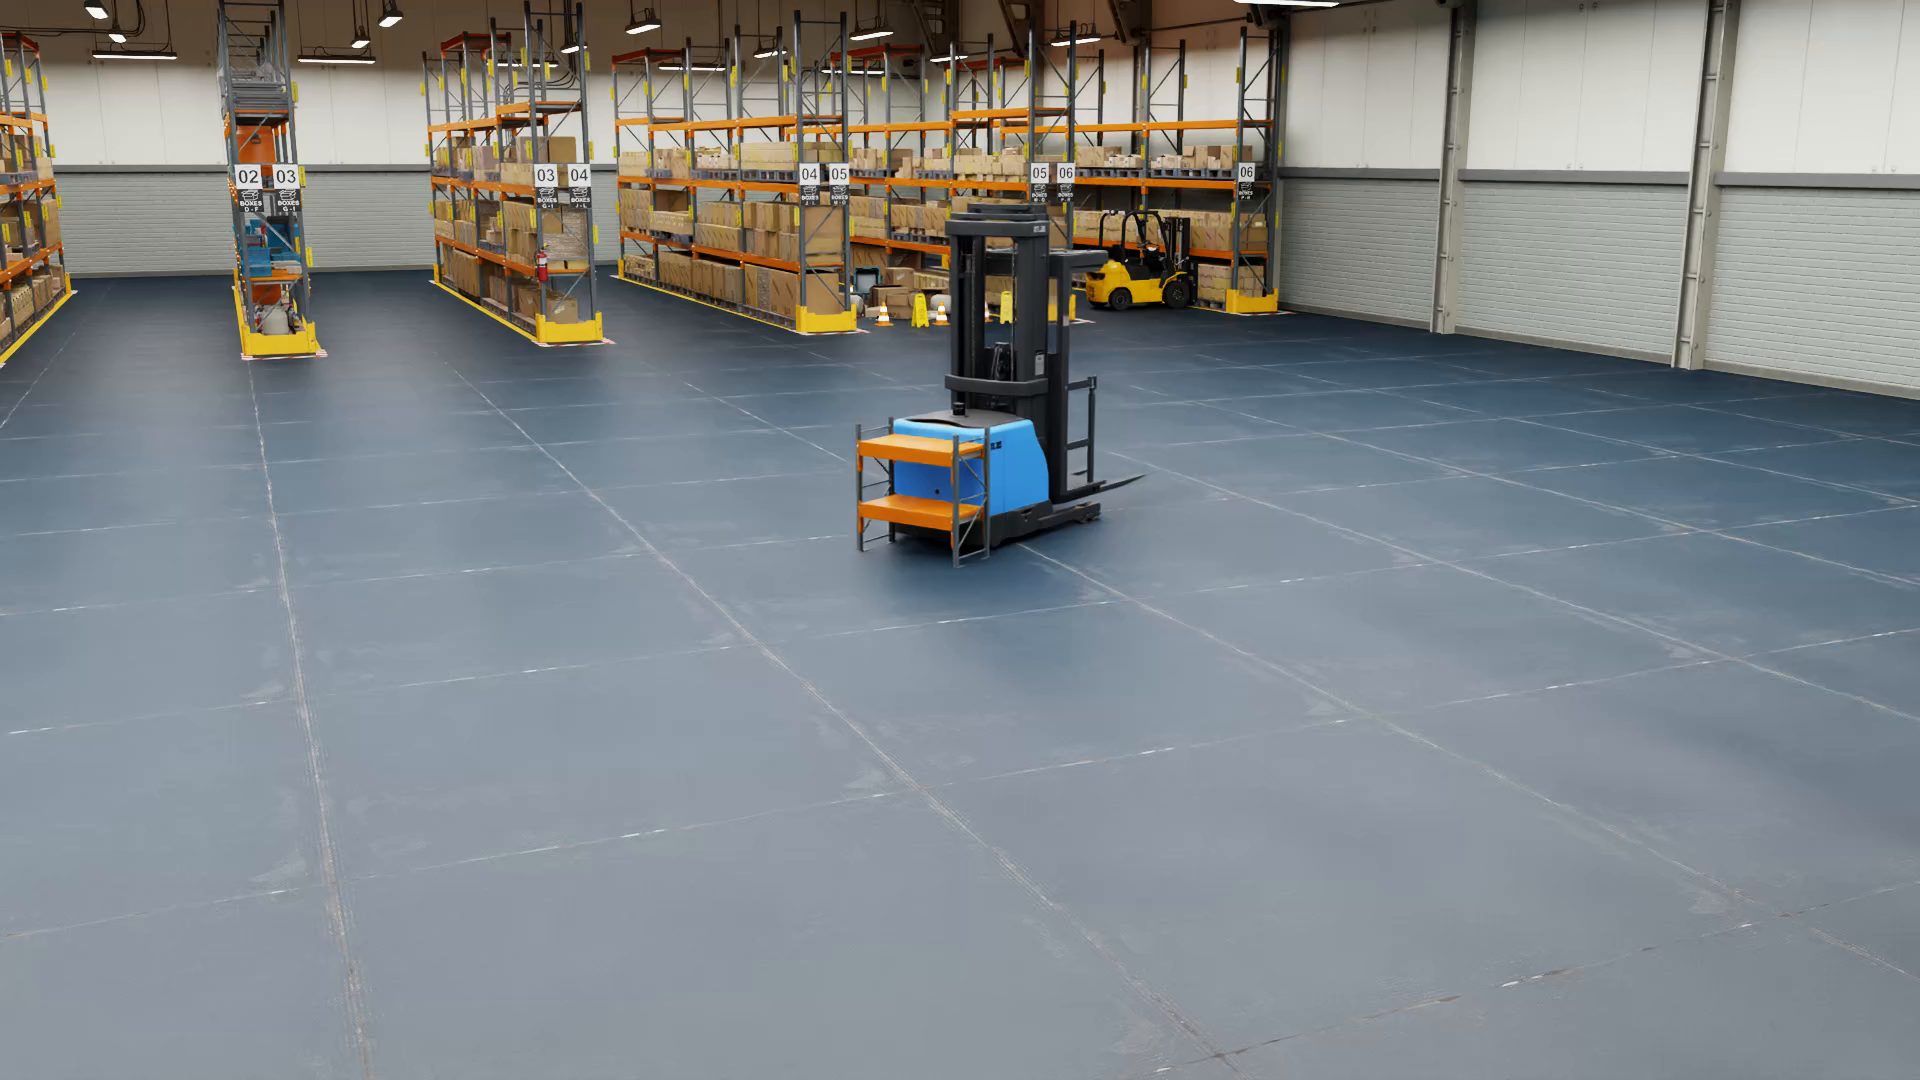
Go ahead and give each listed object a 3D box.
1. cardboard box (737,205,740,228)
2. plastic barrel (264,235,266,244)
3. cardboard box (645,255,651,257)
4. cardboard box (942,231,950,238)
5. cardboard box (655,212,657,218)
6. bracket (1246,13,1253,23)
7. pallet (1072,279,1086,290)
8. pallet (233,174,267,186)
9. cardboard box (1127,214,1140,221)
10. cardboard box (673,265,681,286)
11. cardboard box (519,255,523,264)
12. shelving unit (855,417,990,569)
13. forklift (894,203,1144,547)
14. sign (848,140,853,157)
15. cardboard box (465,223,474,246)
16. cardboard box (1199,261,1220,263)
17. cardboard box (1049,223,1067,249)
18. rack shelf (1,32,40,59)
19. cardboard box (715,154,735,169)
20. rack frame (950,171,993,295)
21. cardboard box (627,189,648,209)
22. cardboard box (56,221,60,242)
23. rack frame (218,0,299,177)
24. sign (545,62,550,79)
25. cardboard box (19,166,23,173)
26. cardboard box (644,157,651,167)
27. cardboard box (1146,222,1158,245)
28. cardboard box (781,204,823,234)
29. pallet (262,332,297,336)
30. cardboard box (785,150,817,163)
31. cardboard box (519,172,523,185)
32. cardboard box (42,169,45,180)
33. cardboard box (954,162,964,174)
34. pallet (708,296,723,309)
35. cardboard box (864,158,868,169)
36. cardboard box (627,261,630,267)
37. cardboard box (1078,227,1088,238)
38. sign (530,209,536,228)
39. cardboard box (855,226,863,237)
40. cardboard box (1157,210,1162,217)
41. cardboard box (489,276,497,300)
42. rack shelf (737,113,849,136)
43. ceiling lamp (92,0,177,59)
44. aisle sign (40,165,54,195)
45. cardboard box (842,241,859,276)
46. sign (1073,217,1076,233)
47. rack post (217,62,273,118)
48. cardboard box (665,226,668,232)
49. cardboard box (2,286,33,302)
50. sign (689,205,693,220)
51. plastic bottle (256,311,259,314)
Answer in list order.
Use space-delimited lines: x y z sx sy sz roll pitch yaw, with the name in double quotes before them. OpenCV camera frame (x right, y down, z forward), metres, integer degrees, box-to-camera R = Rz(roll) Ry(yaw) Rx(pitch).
"cardboard box" -4.437 -7.046 36.221 0.700 0.500 0.500 -6 14 -24
"plastic barrel" -14.350 -6.221 34.849 0.421 0.512 0.421 0 13 0
"cardboard box" -8.547 -7.849 46.203 0.380 0.149 0.250 -5 14 -22
"cardboard box" -0.196 -7.039 38.259 0.380 0.149 0.250 -5 14 -22
"cardboard box" -7.483 -8.200 41.952 0.380 0.149 0.250 -5 14 -22
"bracket" 6.467 -11.454 36.419 0.235 0.232 0.430 -6 14 -23
"pallet" 3.501 -6.619 43.002 1.003 0.211 1.213 -6 14 -23
"pallet" -12.977 -6.763 31.203 1.213 0.211 1.003 -6 14 -23
"cardboard box" 4.299 -7.847 40.463 0.380 0.149 0.250 -6 14 -23
"cardboard box" -6.769 -6.549 41.125 0.500 0.500 0.500 -6 14 -25
"cardboard box" -8.394 -5.478 32.444 0.380 0.149 0.250 -6 14 -23
"shelving unit" -0.319 -0.419 14.185 1.048 1.125 0.538 9 16 34
"forklift" 0.671 -1.640 15.456 1.130 2.935 3.031 10 16 36
"sign" -2.119 -7.556 32.099 0.100 0.325 0.005 -6 14 -23
"cardboard box" -11.250 -7.146 38.872 0.500 0.500 0.500 -6 14 -25
"cardboard box" 5.799 -6.281 38.304 0.500 0.250 0.500 -6 14 -24
"cardboard box" 1.929 -6.366 34.842 0.500 0.500 0.500 -6 14 -24
"rack shelf" -21.902 -11.344 38.153 1.077 0.370 4.000 -6 14 -23
"cardboard box" -5.136 -8.421 36.996 0.500 0.311 0.500 -6 14 -25
"rack frame" 0.263 -6.876 37.926 1.000 3.000 0.127 -6 14 -23
"cardboard box" -8.707 -9.238 45.033 0.500 0.500 0.500 -6 14 -24
"cardboard box" -22.063 -7.440 40.141 0.500 0.500 0.500 -5 14 -22
"rack frame" -11.753 -7.630 27.879 1.000 3.000 0.127 -6 14 -23
"sign" -8.313 -9.442 33.463 0.100 0.325 0.005 -6 14 -23
"cardboard box" -20.116 -7.723 34.713 0.910 0.500 0.500 -6 14 -23
"cardboard box" -7.855 -9.765 42.981 0.500 0.250 0.500 -6 14 -26
"cardboard box" 4.748 -7.258 39.357 0.500 0.500 0.500 -6 14 -25
"cardboard box" -3.048 -6.366 32.996 0.875 0.550 0.550 -6 14 -23
"pallet" -12.148 -3.528 29.646 1.003 0.211 1.213 -6 14 -23
"cardboard box" -3.082 -7.444 32.248 0.500 0.250 0.500 -5 14 -22
"cardboard box" -8.041 -6.829 31.403 0.500 0.250 0.500 -5 14 -22
"cardboard box" -21.464 -8.458 38.442 0.500 0.250 0.500 -6 14 -23
"cardboard box" 0.188 -8.293 37.072 0.500 0.250 0.500 -6 14 -24
"pallet" -5.103 -5.454 37.969 1.003 0.211 1.213 -6 14 -23
"cardboard box" -2.212 -9.556 42.219 0.396 0.266 0.258 -6 14 -24
"cardboard box" -9.007 -7.655 46.022 0.380 0.149 0.250 -6 14 -23
"cardboard box" 3.358 -7.860 42.512 0.500 0.250 0.500 -6 14 -24
"sign" -7.732 -5.826 30.123 0.100 0.325 0.005 -6 14 -23
"cardboard box" -2.416 -8.023 43.214 0.500 0.250 0.500 -6 14 -24
"cardboard box" 4.869 -7.698 39.157 0.380 0.149 0.250 -5 14 -22
"cardboard box" -10.133 -5.667 37.271 0.700 0.500 0.500 -6 15 -26
"rack shelf" -3.431 -8.372 33.569 1.077 0.370 4.000 -6 14 -23
"ceiling lamp" -21.484 -14.112 42.942 2.000 3.185 0.800 -6 14 -23
"aisle sign" -22.449 -8.874 40.795 0.394 0.787 0.004 -6 14 -23
"cardboard box" -2.620 -7.577 44.738 0.875 0.875 0.875 -5 14 -21
"sign" 2.362 -6.520 34.470 0.100 0.325 0.005 -6 14 -23
"rack post" -14.223 -8.953 33.151 1.013 1.000 3.121 -6 14 -23
"cardboard box" -7.075 -7.698 41.106 0.380 0.149 0.250 -6 14 -26
"cardboard box" -19.063 -4.965 33.595 0.500 0.311 0.500 -5 14 -21
"sign" -6.328 -7.709 39.133 0.100 0.325 0.005 -6 14 -23
"plastic bottle" -13.244 -4.195 31.419 0.097 0.271 0.097 0 13 0
